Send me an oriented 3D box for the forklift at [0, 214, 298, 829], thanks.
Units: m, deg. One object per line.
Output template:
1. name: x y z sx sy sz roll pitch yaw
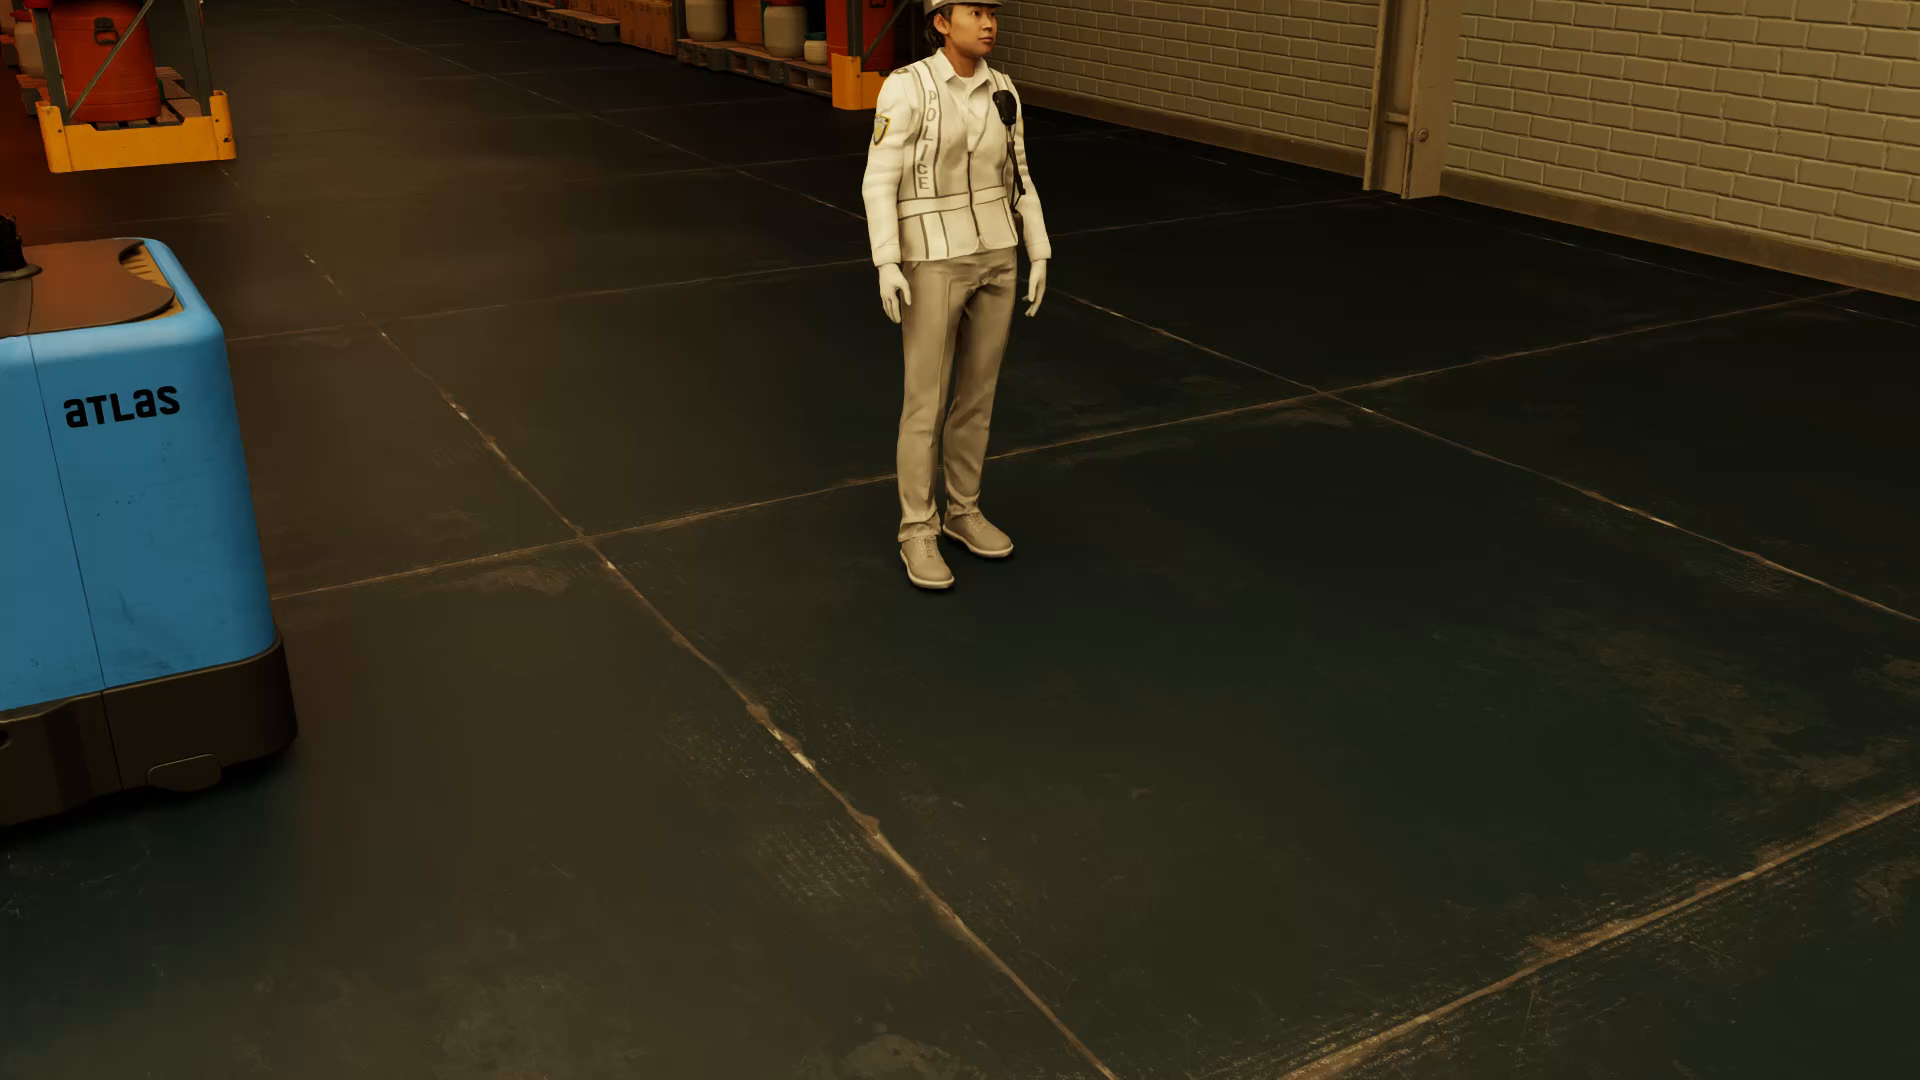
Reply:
1. forklift: -3.064 -0.698 2.974 3.031 2.935 1.130 -13 25 -28

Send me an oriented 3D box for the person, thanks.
1. person: 0.028 -0.767 4.752 0.587 1.694 0.530 -12 25 -28
